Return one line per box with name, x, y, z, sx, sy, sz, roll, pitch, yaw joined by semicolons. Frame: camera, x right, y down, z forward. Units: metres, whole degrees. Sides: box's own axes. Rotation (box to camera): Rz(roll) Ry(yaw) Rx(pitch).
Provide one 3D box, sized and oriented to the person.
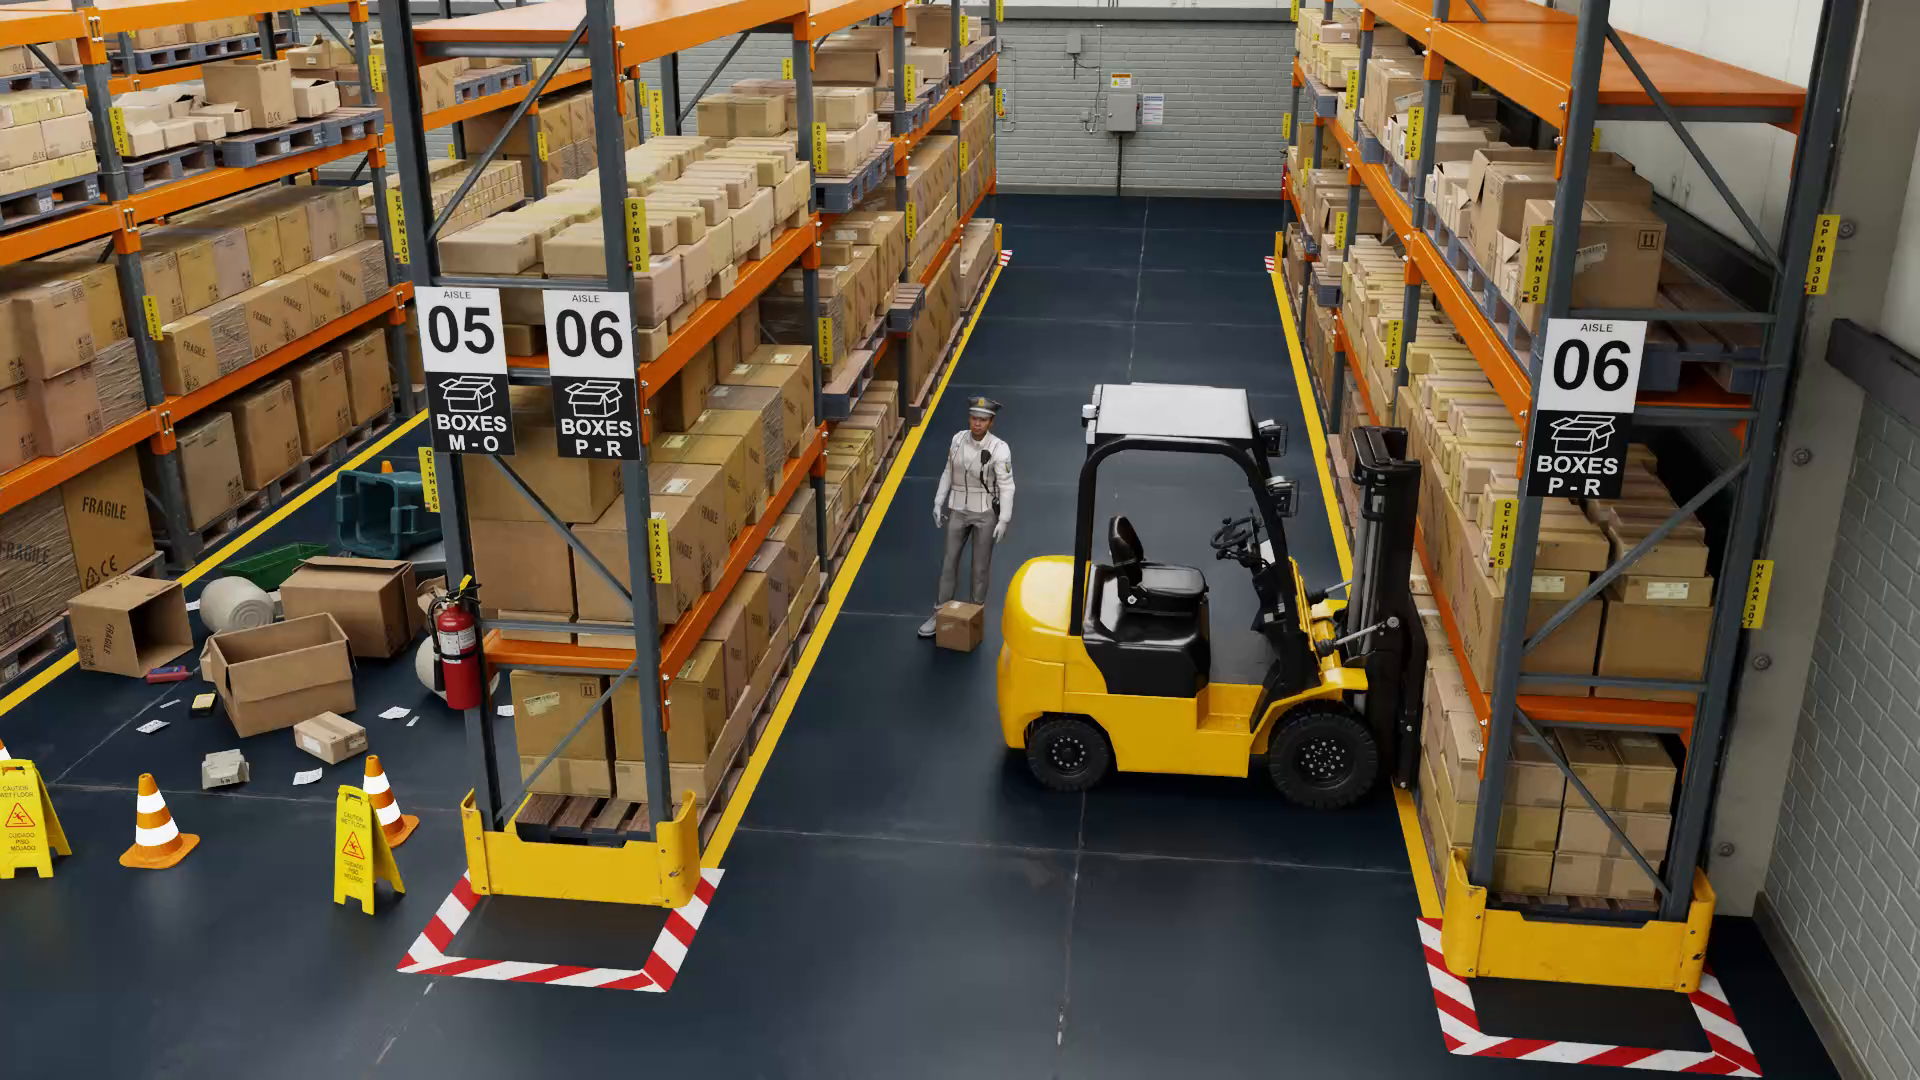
person;0.063;-0.158;11.418;0.587;1.696;0.533;10;23;24
